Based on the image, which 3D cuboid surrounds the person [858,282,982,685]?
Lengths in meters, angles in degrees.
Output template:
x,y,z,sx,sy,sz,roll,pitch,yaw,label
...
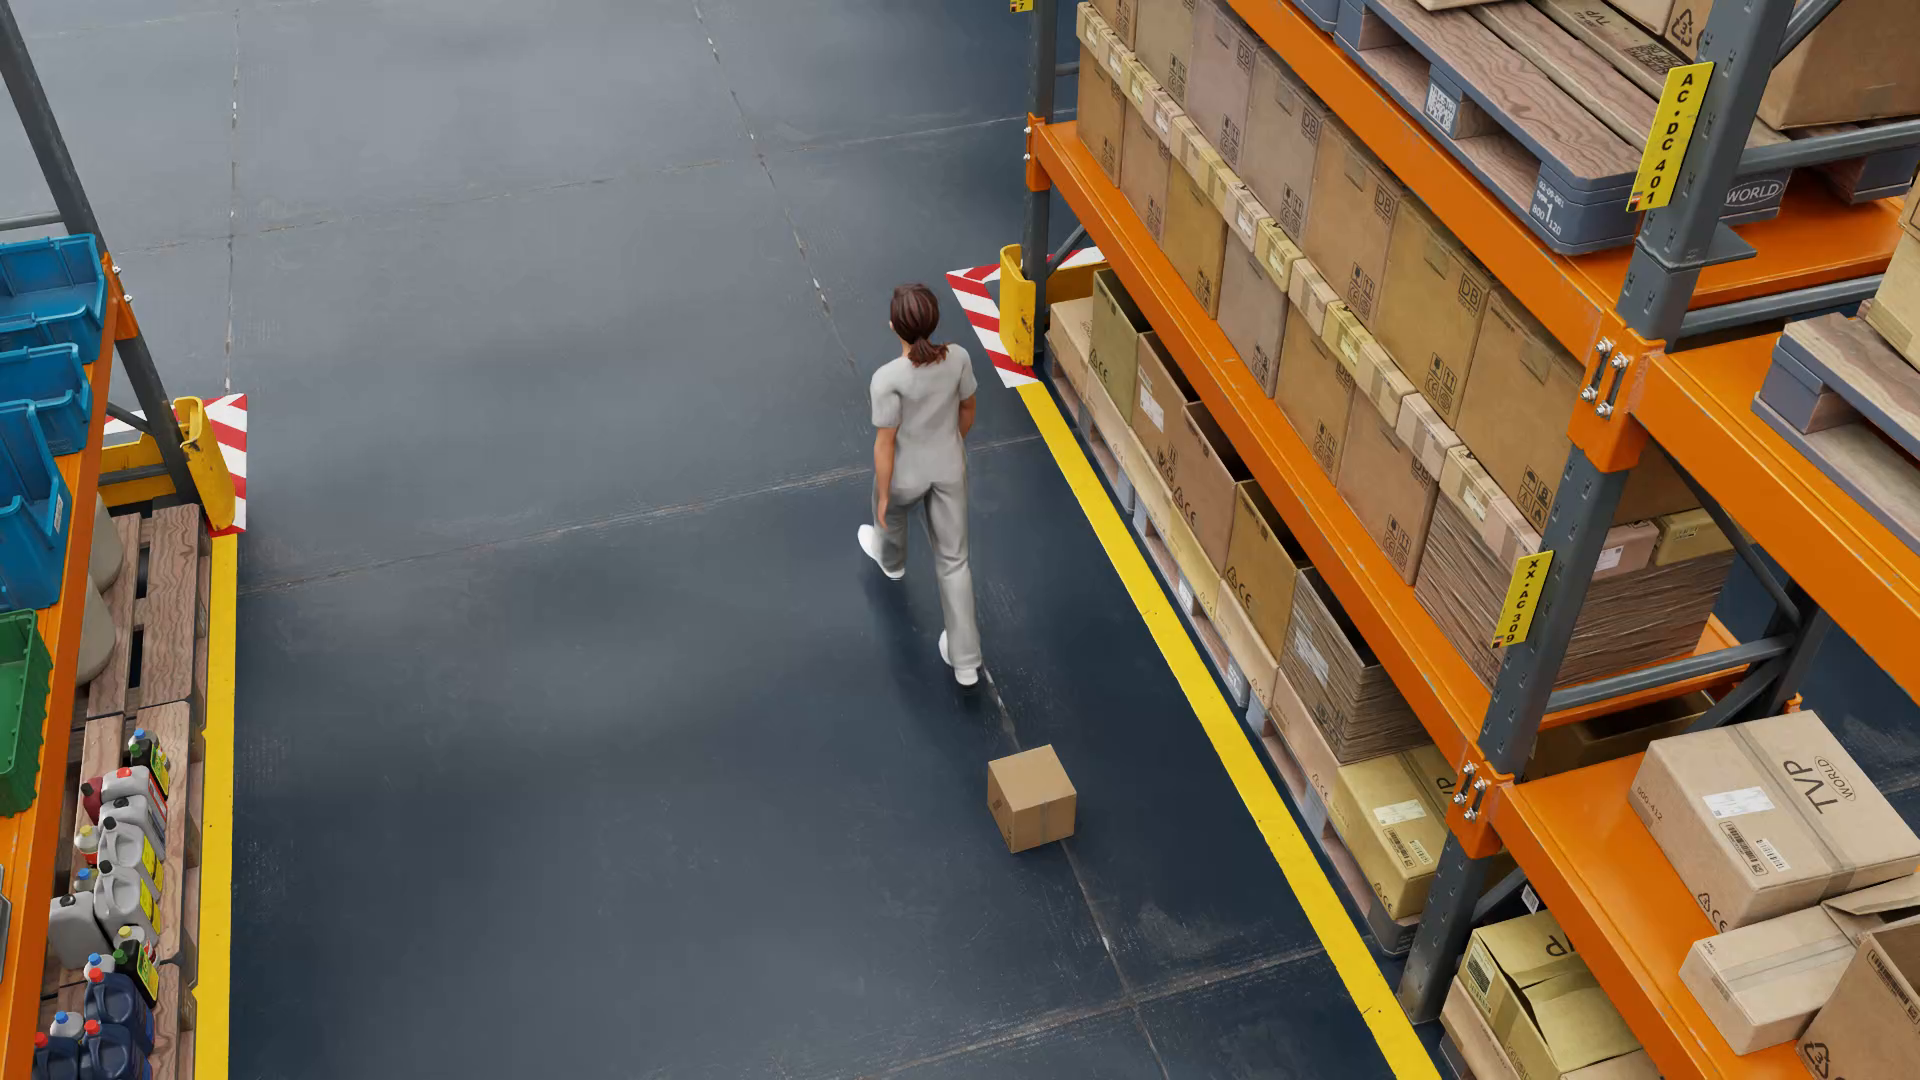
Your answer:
x,y,z,sx,sy,sz,roll,pitch,yaw,label
-0.141,-0.291,6.496,0.467,1.610,1.053,-14,44,-15,person
